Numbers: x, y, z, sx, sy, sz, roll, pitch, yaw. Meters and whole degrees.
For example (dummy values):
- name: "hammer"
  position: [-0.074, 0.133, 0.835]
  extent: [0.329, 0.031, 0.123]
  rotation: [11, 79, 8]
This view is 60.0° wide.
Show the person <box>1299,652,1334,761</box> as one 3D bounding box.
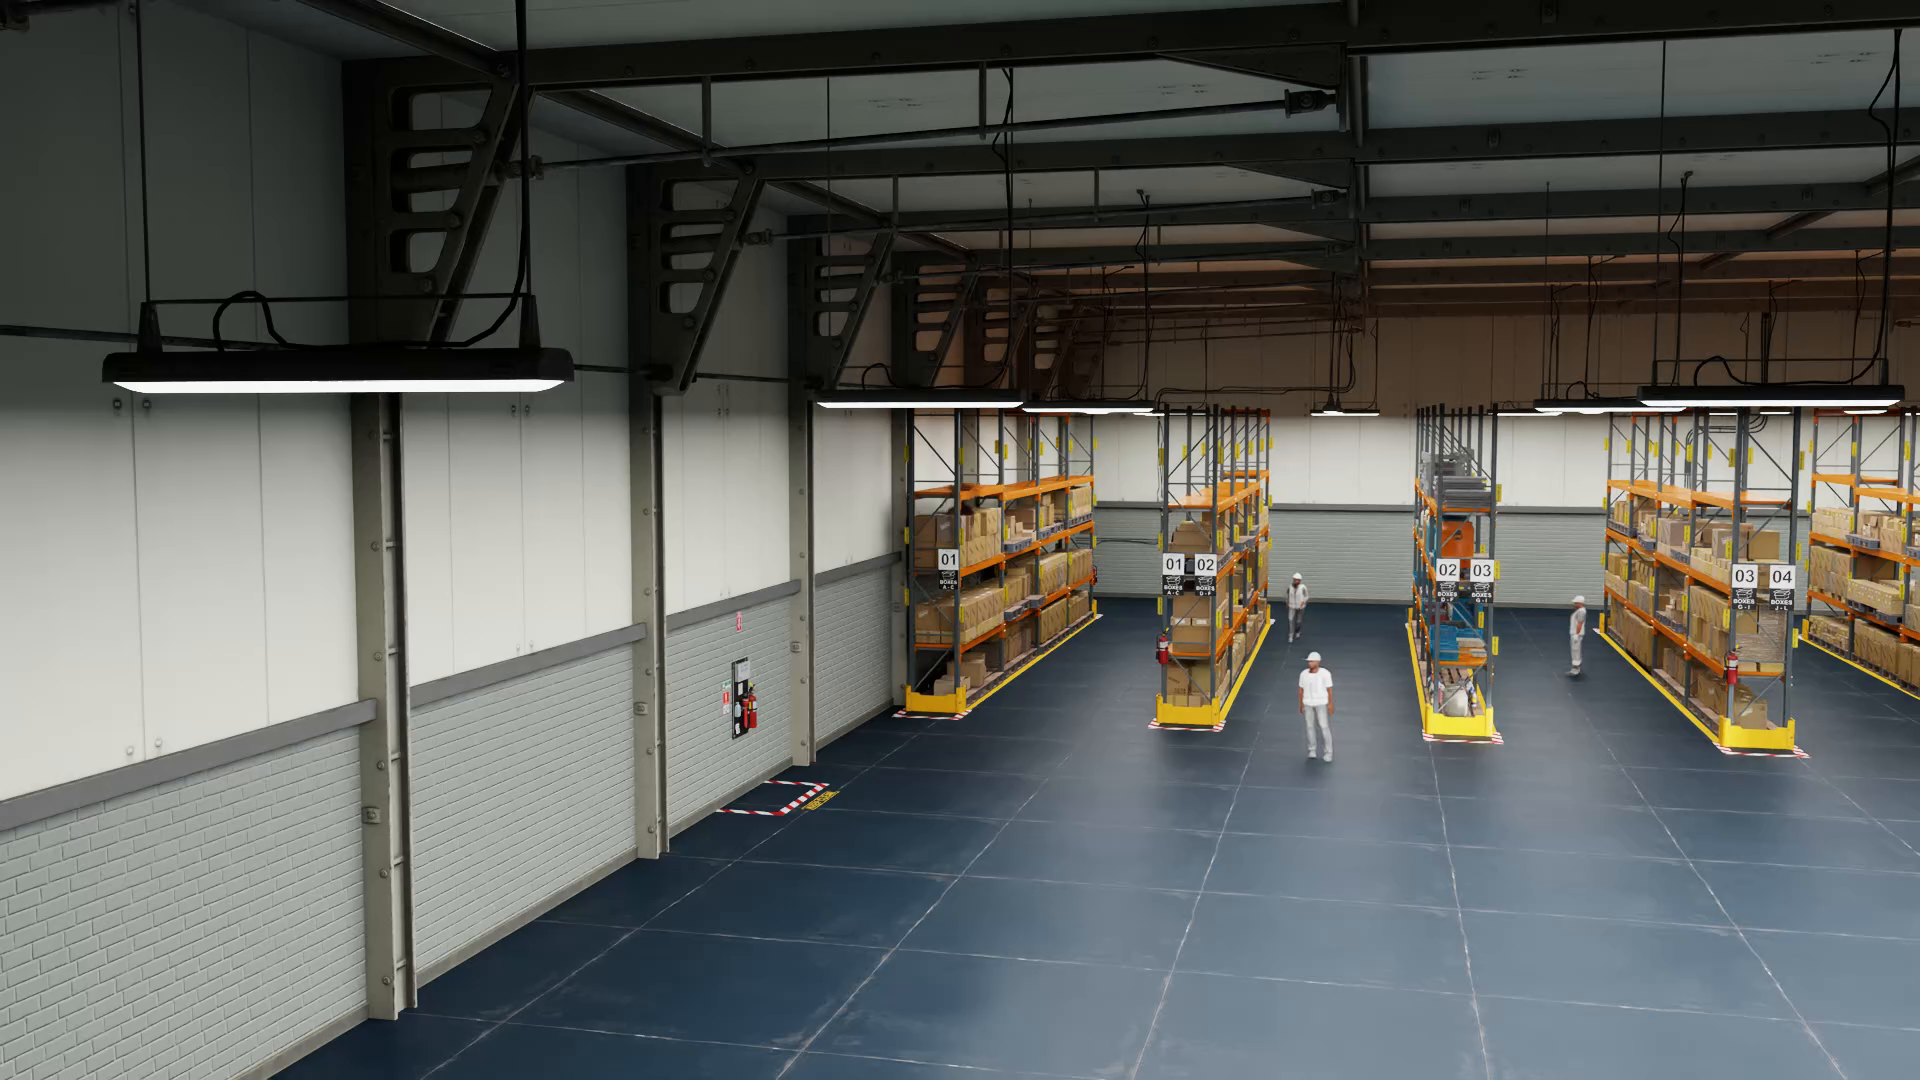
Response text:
- name: "person"
  position: [6.008, 2.793, 28.080]
  extent: [0.680, 1.777, 0.466]
  rotation: [3, 5, 36]

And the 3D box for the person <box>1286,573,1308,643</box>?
- name: "person"
  position: [8.711, 1.739, 42.992]
  extent: [0.588, 1.756, 0.983]
  rotation: [1, 4, 14]

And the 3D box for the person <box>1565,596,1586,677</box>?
- name: "person"
  position: [13.724, 2.134, 37.078]
  extent: [0.422, 1.793, 0.563]
  rotation: [2, 4, 21]
